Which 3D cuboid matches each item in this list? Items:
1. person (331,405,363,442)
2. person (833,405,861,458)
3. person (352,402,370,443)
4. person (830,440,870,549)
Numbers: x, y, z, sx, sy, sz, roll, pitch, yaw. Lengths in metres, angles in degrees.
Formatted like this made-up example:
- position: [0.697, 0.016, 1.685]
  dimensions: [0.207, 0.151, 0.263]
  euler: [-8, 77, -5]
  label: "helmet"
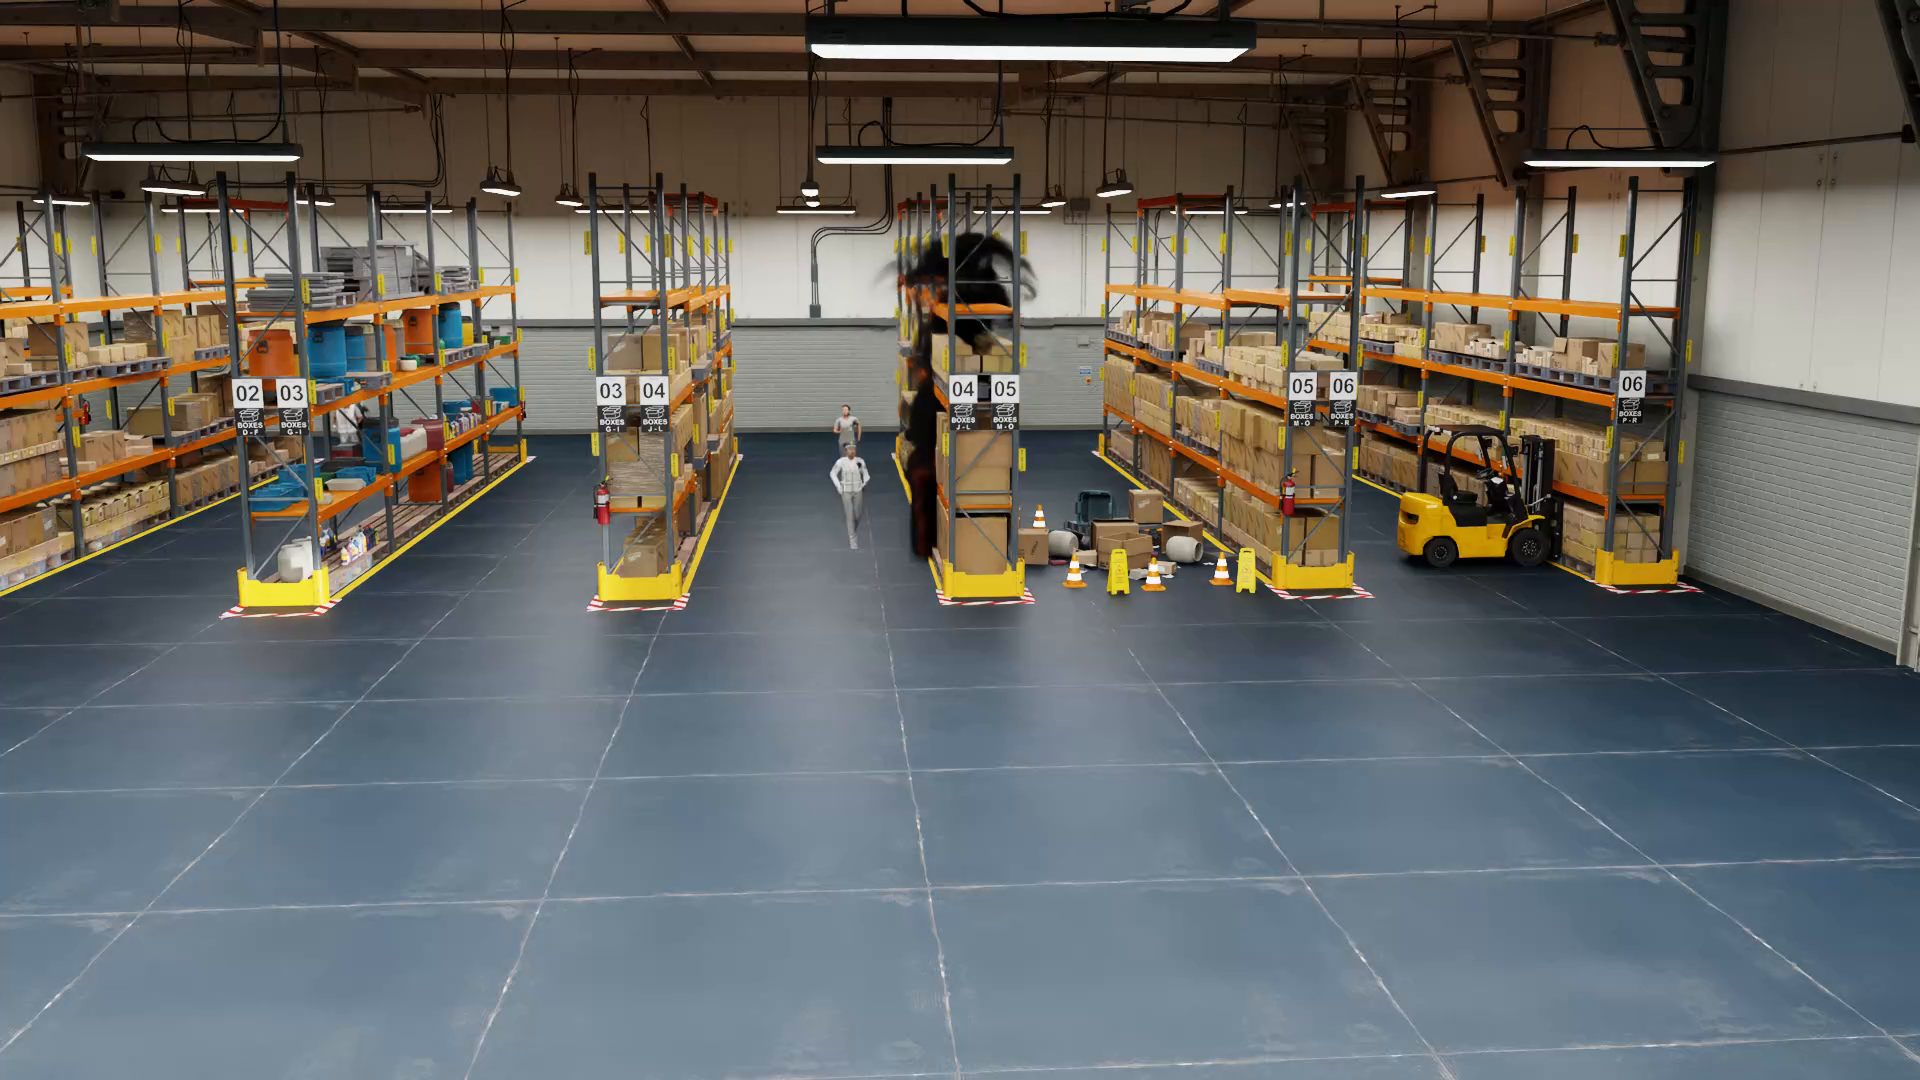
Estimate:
- position: [-13.654, -2.381, 37.082]
  dimensions: [0.694, 1.785, 0.857]
  euler: [-2, 10, -12]
  label: "person"
- position: [-2.409, -2.065, 35.416]
  dimensions: [0.577, 1.620, 1.066]
  euler: [0, 10, 2]
  label: "person"
- position: [-13.891, -2.543, 38.230]
  dimensions: [0.683, 1.682, 0.937]
  euler: [-4, 11, -20]
  label: "person"
- position: [-1.740, -0.748, 26.467]
  dimensions: [0.625, 1.705, 0.668]
  euler: [-2, 10, -14]
  label: "person"
